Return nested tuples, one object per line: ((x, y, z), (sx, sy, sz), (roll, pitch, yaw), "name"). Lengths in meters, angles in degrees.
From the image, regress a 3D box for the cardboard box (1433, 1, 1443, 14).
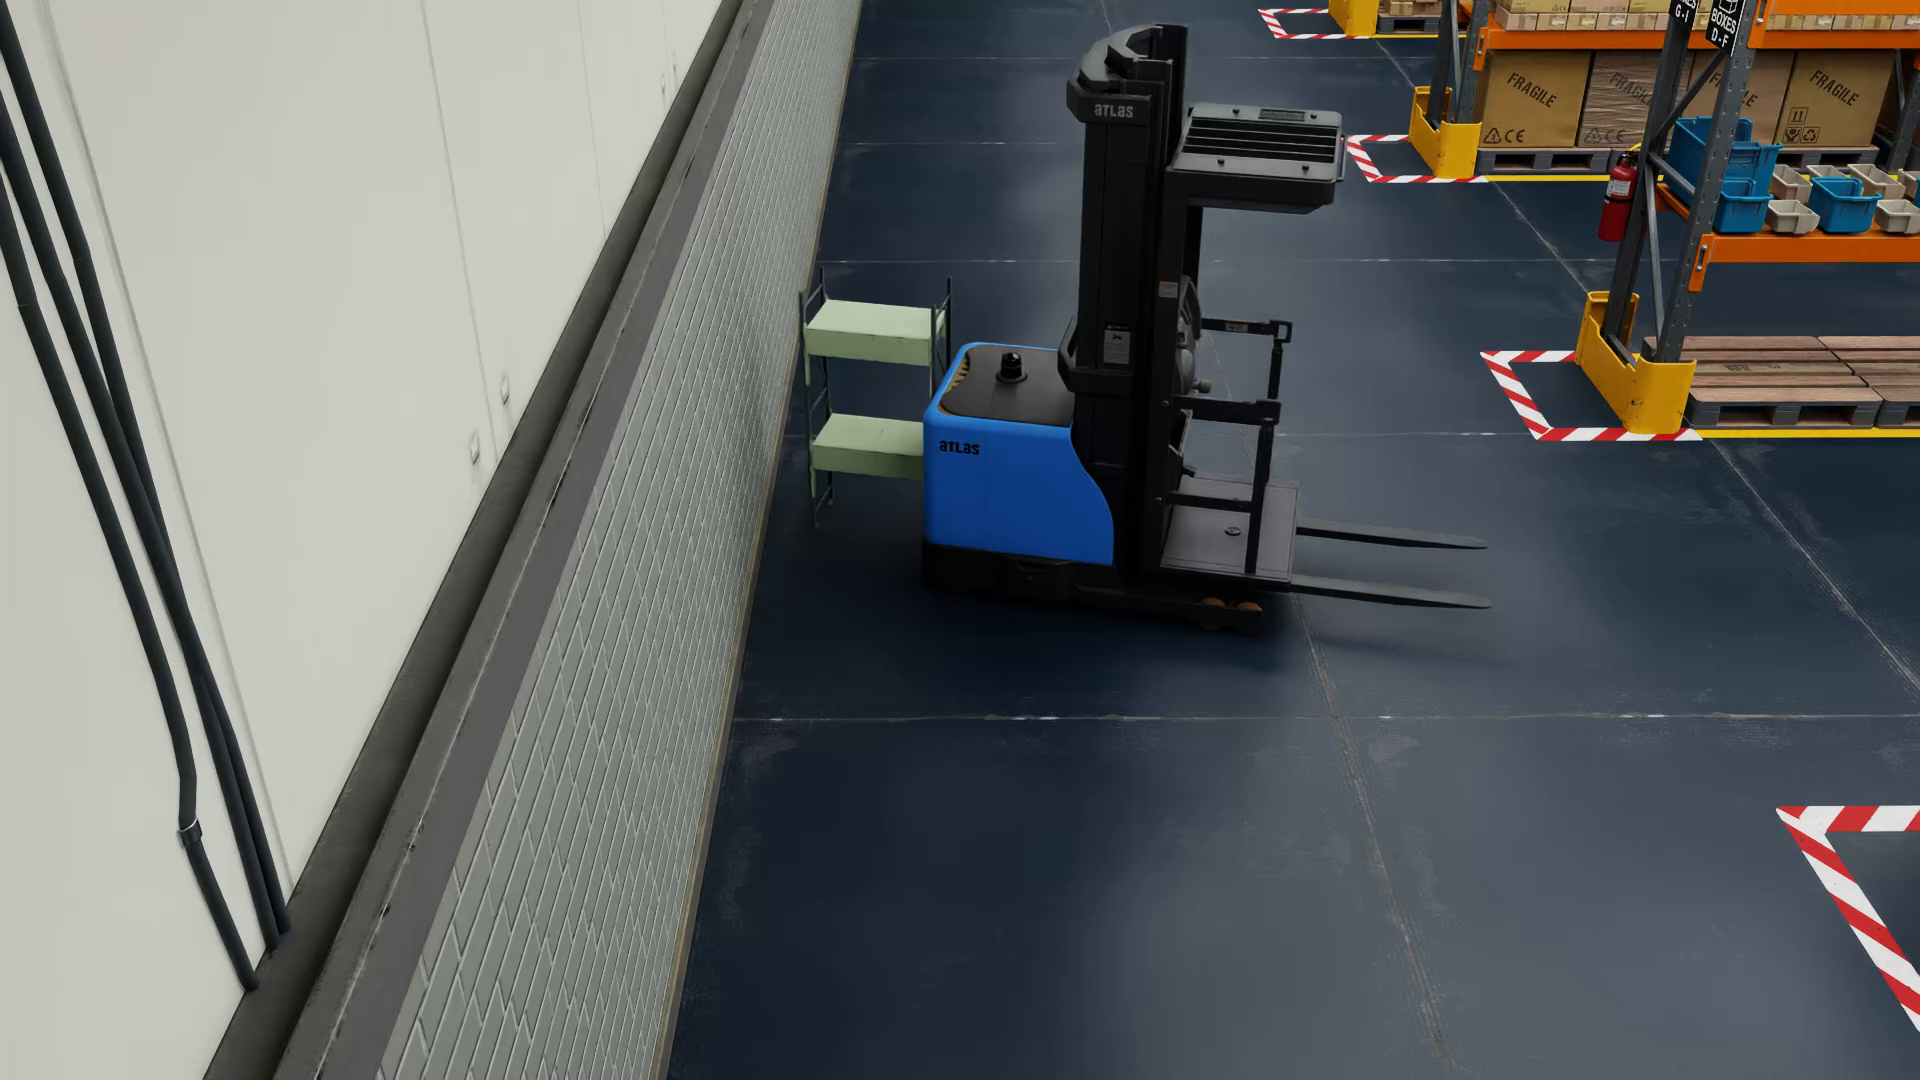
((5.603, -6.263, 19.414), (0.250, 0.149, 0.380), (0, 31, 0), "cardboard box")

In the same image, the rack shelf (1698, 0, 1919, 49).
((6.526, -3.258, 9.919), (4.000, 0.370, 1.077), (0, 31, 0), "rack shelf")

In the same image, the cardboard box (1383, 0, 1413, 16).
((5.093, -6.215, 19.335), (0.250, 0.149, 0.380), (0, 31, 1), "cardboard box")

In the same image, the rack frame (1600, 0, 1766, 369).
((4.526, -2.277, 10.500), (0.127, 3.000, 1.000), (0, 31, 0), "rack frame")

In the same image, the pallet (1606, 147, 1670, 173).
((6.512, -3.699, 15.533), (1.213, 0.211, 1.003), (0, 31, 0), "pallet")

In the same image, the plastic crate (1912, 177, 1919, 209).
((6.091, -2.065, 10.255), (0.300, 0.233, 0.416), (0, 31, 0), "plastic crate")

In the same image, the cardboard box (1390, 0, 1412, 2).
((5.093, -6.375, 19.312), (0.250, 0.149, 0.380), (1, 31, 2), "cardboard box")

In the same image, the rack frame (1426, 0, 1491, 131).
((4.496, -4.846, 14.735), (0.127, 3.000, 1.000), (0, 31, 0), "rack frame")

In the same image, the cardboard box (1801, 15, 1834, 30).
((7.422, -4.578, 14.535), (0.250, 0.149, 0.380), (0, 31, 1), "cardboard box")

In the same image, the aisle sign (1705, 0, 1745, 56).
((4.456, -3.234, 9.571), (0.004, 0.787, 0.394), (0, 31, 0), "aisle sign")

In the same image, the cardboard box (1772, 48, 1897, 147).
((7.835, -4.169, 15.262), (0.875, 0.875, 0.875), (0, 31, 0), "cardboard box")

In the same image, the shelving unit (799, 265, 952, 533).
((-0.457, -0.745, 9.421), (0.755, 1.500, 0.431), (7, 32, 11), "shelving unit")

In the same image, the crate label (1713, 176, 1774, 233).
((4.775, -2.061, 10.248), (0.303, 0.233, 0.416), (0, 31, 0), "crate label")

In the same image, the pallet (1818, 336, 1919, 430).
((6.568, -1.069, 11.198), (1.213, 0.211, 1.003), (0, 31, 0), "pallet")

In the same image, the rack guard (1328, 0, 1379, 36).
((4.643, -6.351, 19.624), (0.348, 0.500, 1.175), (0, 31, 0), "rack guard")

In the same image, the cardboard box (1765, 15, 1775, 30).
((6.908, -4.576, 14.532), (0.250, 0.149, 0.380), (-1, 31, -1), "cardboard box")

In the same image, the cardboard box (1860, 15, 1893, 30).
((7.935, -4.579, 14.537), (0.250, 0.149, 0.380), (0, 31, 1), "cardboard box")

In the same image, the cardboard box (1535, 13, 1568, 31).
((5.110, -4.570, 14.522), (0.250, 0.149, 0.380), (-1, 31, -1), "cardboard box")

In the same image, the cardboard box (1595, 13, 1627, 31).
((5.626, -4.573, 14.526), (0.250, 0.149, 0.380), (-1, 31, -1), "cardboard box")

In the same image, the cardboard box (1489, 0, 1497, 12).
((4.850, -4.911, 15.083), (0.250, 0.149, 0.380), (0, 31, 1), "cardboard box")

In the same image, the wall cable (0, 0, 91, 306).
((-1.089, -2.105, 2.559), (0.112, 2.526, 3.097), (0, 31, 0), "wall cable")

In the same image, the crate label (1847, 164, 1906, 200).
((5.909, -2.293, 10.723), (0.243, 0.136, 0.396), (0, 31, 0), "crate label")

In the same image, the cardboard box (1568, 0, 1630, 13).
((5.497, -4.776, 14.476), (0.500, 0.250, 0.500), (-1, 31, -1), "cardboard box")

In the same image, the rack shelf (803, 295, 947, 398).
((-0.457, -1.078, 9.218), (0.720, 0.370, 0.431), (7, 32, 11), "rack shelf")

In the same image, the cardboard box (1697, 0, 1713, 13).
((6.522, -4.780, 14.483), (0.500, 0.250, 0.500), (-1, 31, -1), "cardboard box")

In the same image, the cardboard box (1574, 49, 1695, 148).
((6.045, -4.164, 15.253), (0.875, 0.875, 0.875), (0, 31, 0), "cardboard box")

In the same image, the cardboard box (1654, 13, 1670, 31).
((6.139, -4.574, 14.528), (0.250, 0.149, 0.380), (0, 31, -1), "cardboard box")

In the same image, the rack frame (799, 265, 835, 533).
((-0.814, -0.787, 9.490), (0.023, 1.500, 0.400), (7, 32, 11), "rack frame")

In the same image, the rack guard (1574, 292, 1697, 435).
((4.502, -1.201, 11.137), (0.348, 0.500, 1.175), (0, 31, 0), "rack guard")

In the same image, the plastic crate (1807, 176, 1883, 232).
((5.433, -2.063, 10.251), (0.300, 0.233, 0.416), (0, 31, 0), "plastic crate")

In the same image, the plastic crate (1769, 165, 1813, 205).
((5.340, -2.286, 10.712), (0.243, 0.136, 0.396), (0, 31, 0), "plastic crate")

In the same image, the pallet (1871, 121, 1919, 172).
((9.267, -3.708, 15.547), (1.213, 0.211, 1.003), (0, 31, 0), "pallet")

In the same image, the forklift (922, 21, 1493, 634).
((1.364, -1.058, 8.558), (3.031, 2.935, 1.130), (7, 32, 11), "forklift")

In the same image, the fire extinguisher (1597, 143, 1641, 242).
((4.372, -2.320, 11.005), (0.183, 0.674, 0.296), (0, 31, 0), "fire extinguisher")
